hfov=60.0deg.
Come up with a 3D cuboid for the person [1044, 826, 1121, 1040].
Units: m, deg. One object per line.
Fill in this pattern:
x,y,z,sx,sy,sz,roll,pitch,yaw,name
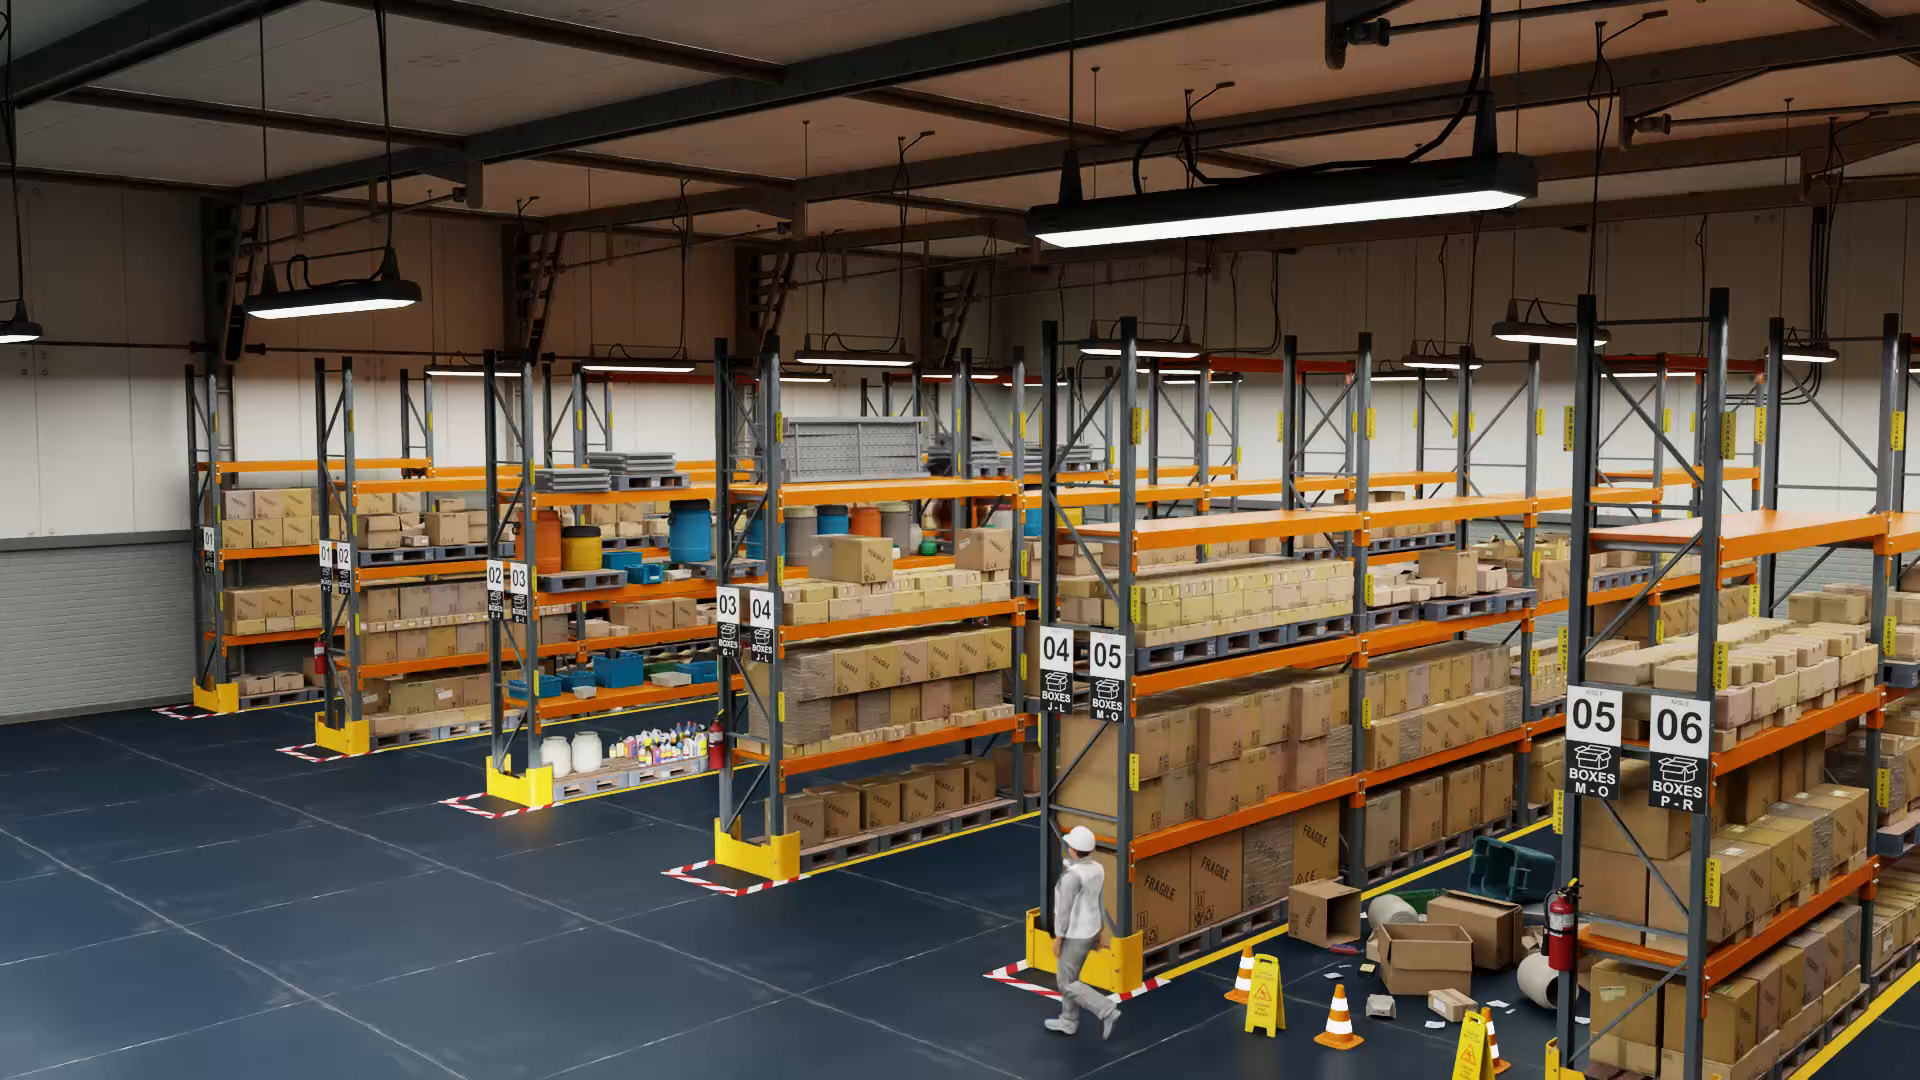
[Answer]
1.006,3.230,13.659,0.743,1.766,0.511,2,5,23,person
